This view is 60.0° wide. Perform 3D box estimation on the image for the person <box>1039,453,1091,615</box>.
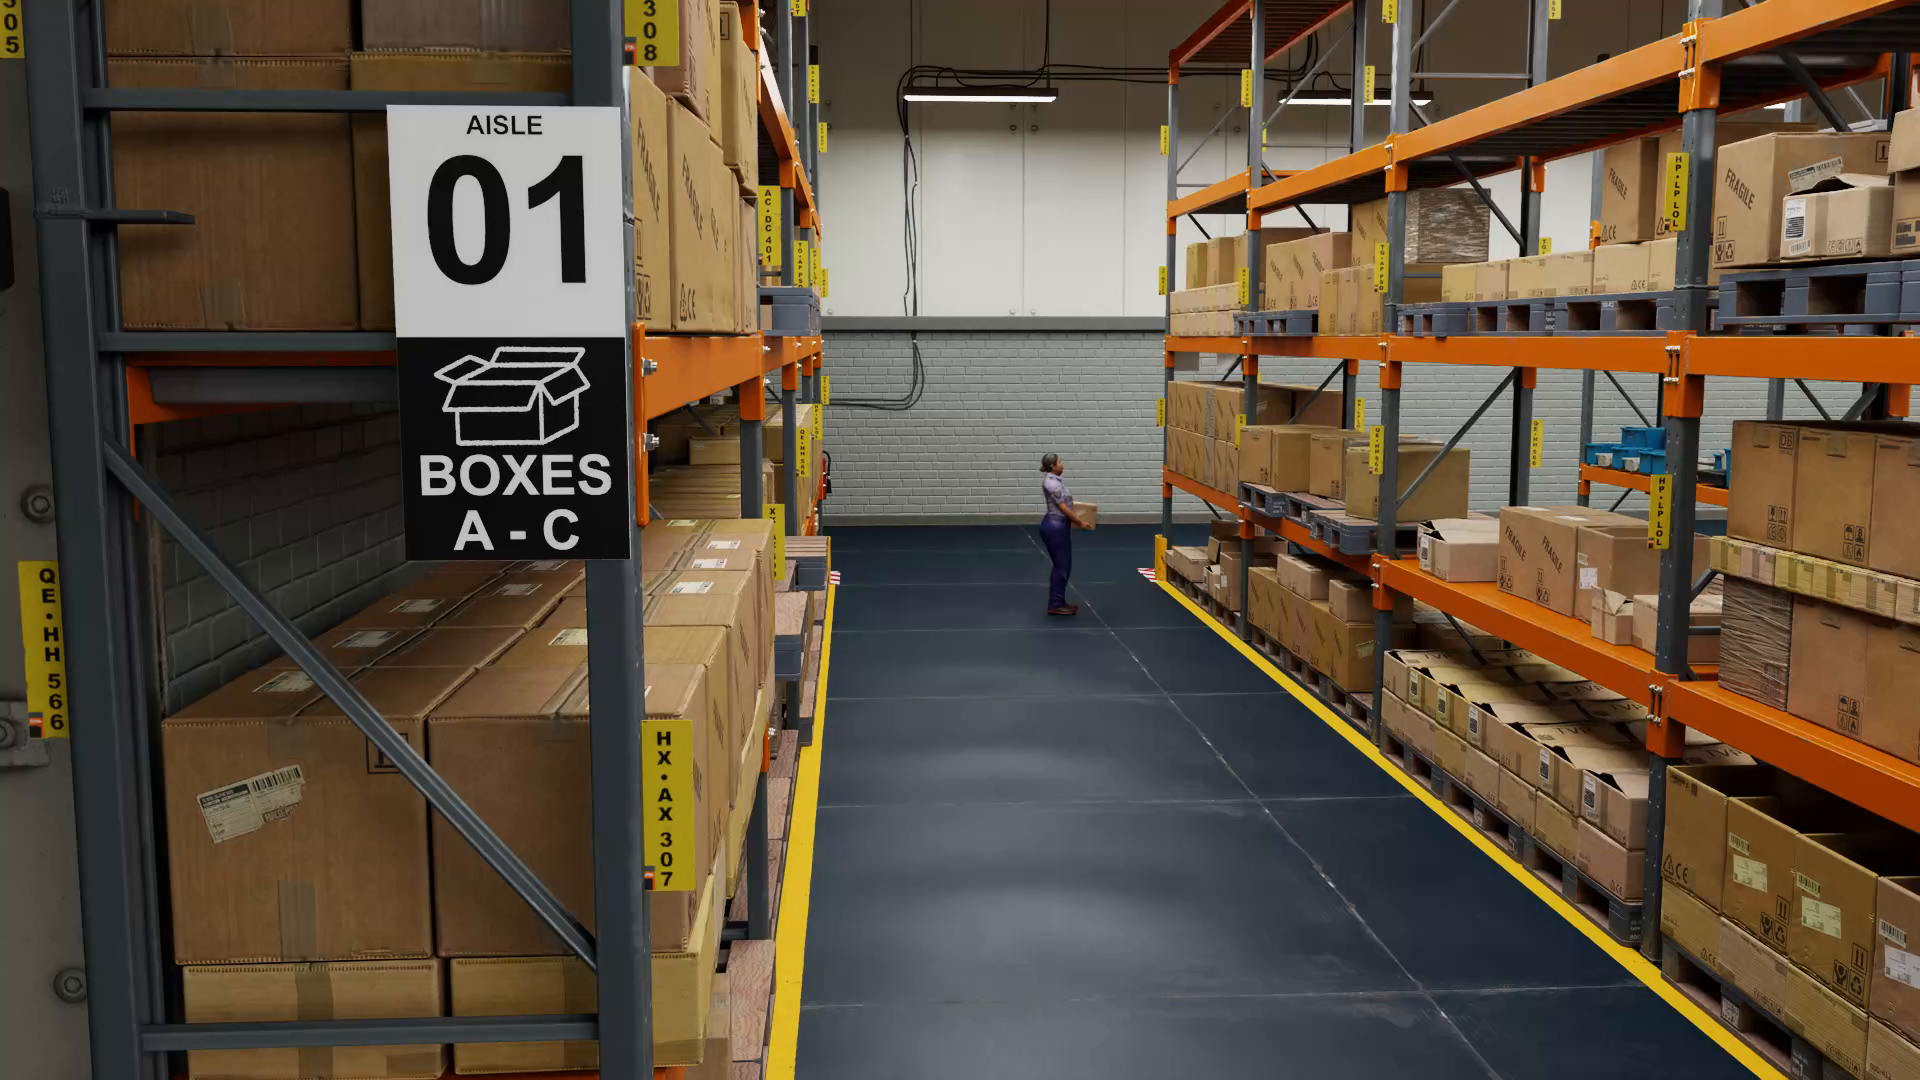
[{"bbox_3d":[1.065,-0.075,16.966,0.515,1.634,0.452,0,7,-4],"label":"person"}]
